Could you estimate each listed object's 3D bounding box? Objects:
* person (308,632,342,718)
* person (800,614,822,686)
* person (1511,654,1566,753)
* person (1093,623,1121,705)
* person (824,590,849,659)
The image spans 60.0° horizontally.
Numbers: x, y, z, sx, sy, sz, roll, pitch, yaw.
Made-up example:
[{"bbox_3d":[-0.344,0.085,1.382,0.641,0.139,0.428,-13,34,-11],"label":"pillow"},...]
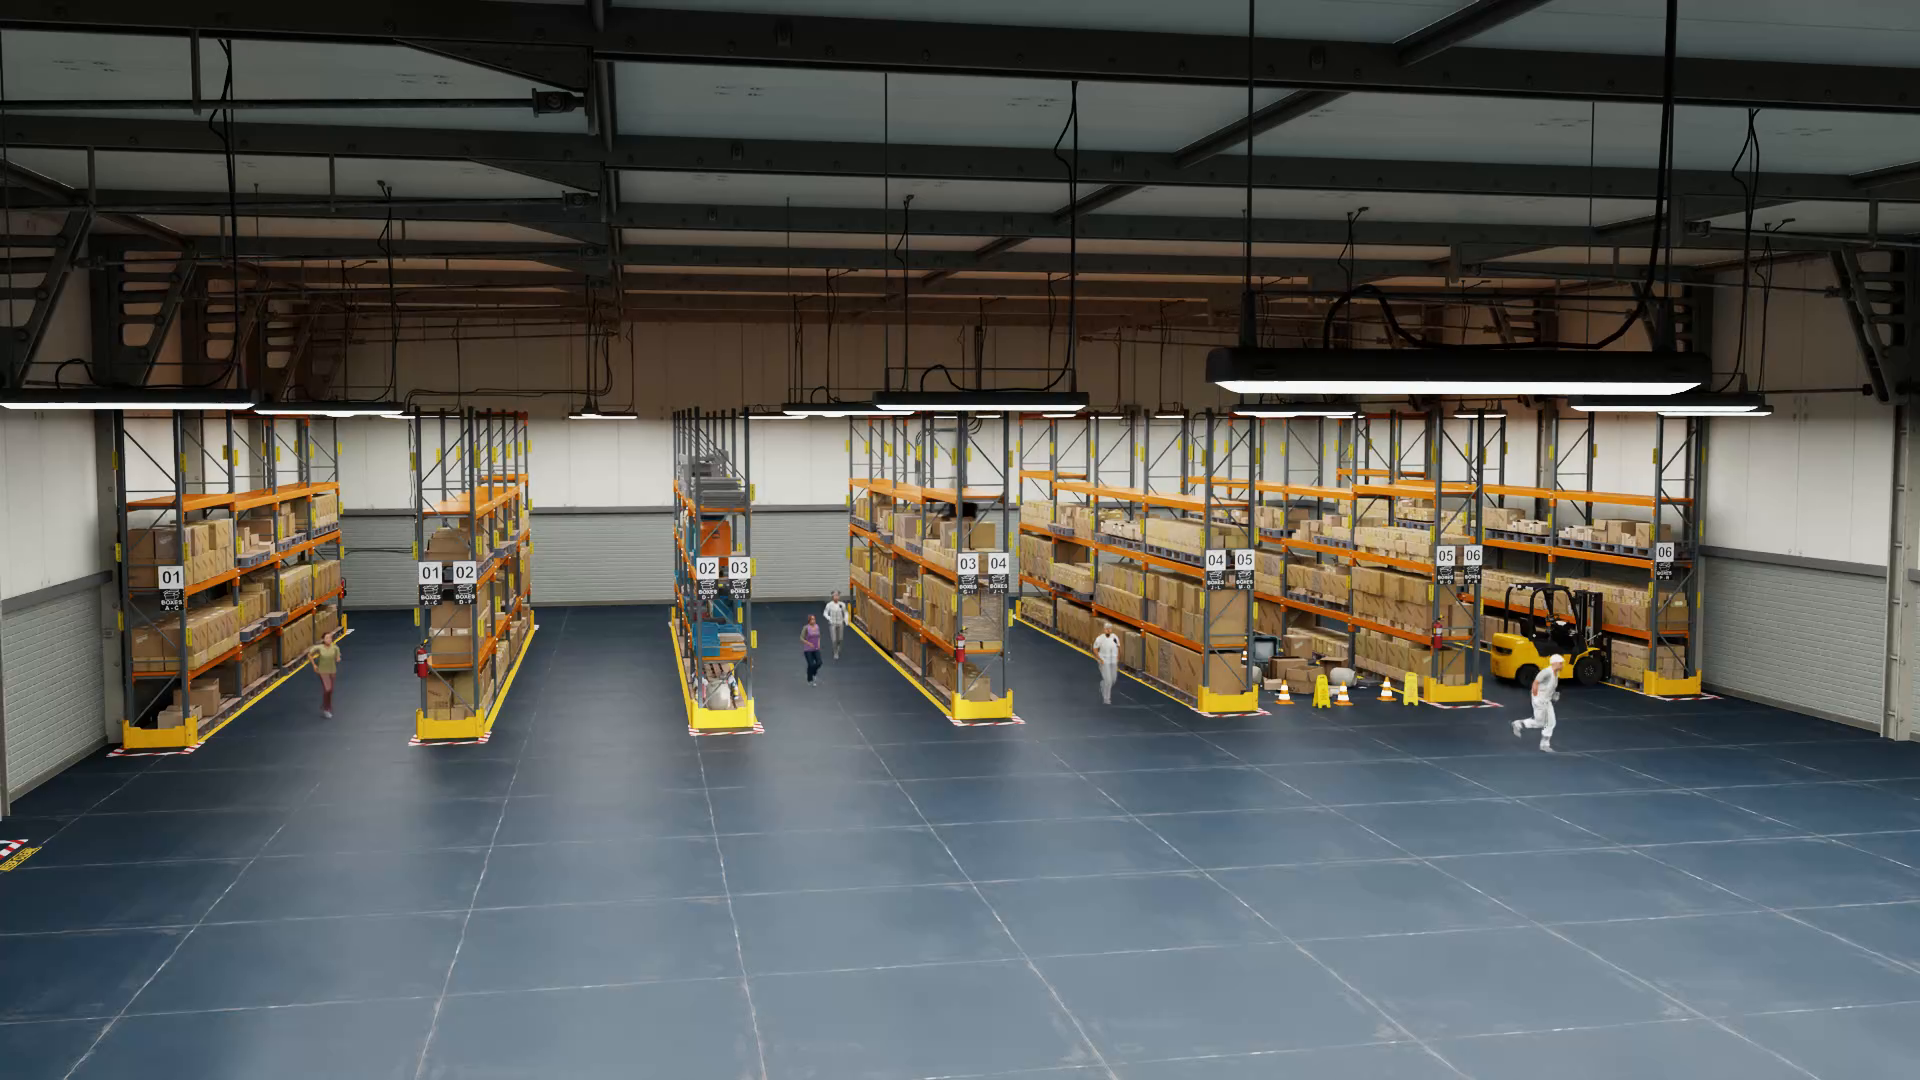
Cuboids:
[{"bbox_3d":[-12.274,2.614,32.217,0.578,1.695,0.742,-3,5,-40],"label":"person"},{"bbox_3d":[-3.194,2.391,35.938,0.538,1.548,0.523,-2,5,-30],"label":"person"},{"bbox_3d":[10.099,2.825,29.017,0.920,1.723,0.659,3,5,36],"label":"person"},{"bbox_3d":[2.989,2.505,33.968,0.611,1.669,0.658,-1,4,-18],"label":"person"},{"bbox_3d":[-3.002,2.040,40.344,0.616,1.660,0.554,-1,4,-8],"label":"person"}]
